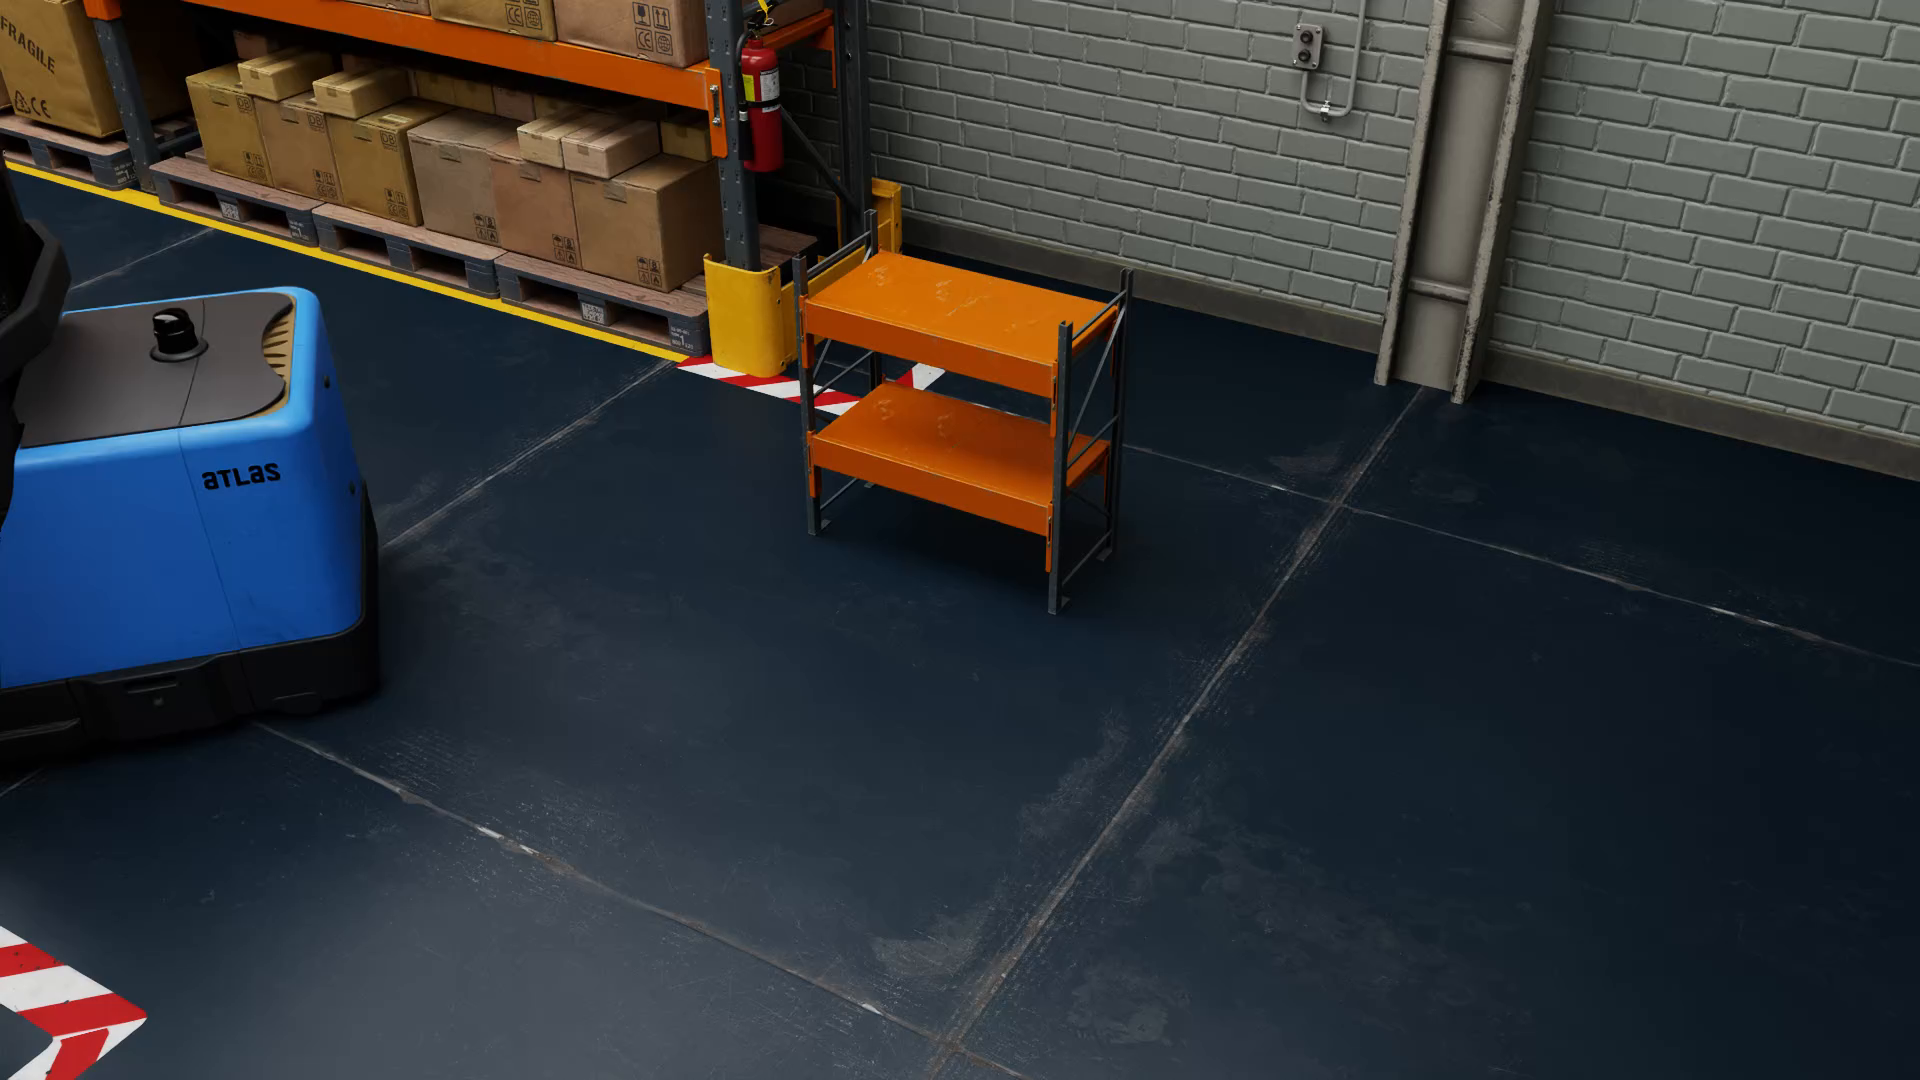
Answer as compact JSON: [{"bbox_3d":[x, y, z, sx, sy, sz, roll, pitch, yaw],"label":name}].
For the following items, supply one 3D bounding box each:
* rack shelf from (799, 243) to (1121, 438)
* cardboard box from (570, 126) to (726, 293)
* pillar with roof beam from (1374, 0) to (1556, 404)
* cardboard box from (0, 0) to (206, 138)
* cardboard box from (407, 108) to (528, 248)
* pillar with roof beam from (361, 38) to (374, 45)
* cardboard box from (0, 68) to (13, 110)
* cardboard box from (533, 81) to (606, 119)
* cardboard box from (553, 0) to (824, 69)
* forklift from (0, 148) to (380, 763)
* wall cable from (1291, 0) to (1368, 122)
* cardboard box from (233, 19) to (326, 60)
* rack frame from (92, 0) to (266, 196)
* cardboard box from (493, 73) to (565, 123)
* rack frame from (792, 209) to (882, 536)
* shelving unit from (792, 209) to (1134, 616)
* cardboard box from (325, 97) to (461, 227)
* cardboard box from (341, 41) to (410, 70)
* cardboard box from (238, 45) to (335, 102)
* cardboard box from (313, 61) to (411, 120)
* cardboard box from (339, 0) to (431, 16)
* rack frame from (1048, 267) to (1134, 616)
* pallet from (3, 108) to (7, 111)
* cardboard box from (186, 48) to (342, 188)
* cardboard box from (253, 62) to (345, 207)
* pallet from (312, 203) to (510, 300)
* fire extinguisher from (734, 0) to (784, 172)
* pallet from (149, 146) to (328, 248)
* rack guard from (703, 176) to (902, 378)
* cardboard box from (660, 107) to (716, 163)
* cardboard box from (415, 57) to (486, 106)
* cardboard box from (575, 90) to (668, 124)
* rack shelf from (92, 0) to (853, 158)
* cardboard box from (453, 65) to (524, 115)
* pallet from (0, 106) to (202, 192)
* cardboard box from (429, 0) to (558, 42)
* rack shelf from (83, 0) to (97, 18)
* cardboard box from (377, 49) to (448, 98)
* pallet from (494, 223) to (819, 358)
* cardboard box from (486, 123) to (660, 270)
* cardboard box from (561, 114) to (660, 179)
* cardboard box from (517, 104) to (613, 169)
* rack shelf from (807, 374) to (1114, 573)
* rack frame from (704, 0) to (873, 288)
[{"bbox_3d":[0.006,-0.710,5.773,1.000,0.278,0.538,18,37,24],"label":"rack shelf"},{"bbox_3d":[-1.371,-1.561,7.765,0.500,0.500,0.700,18,37,24],"label":"cardboard box"},{"bbox_3d":[-0.077,-2.382,1.708,0.400,9.000,9.100,18,37,24],"label":"pillar with roof beam"},{"bbox_3d":[-4.816,-2.779,9.278,0.750,0.750,0.750,18,38,25],"label":"cardboard box"},{"bbox_3d":[-2.243,-1.837,8.179,0.500,0.500,0.700,16,37,23],"label":"cardboard box"},{"bbox_3d":[-5.286,-4.032,4.186,0.400,9.000,9.100,18,37,24],"label":"pillar with roof beam"},{"bbox_3d":[-5.589,-3.022,9.643,0.750,0.750,0.750,19,38,26],"label":"cardboard box"},{"bbox_3d":[-1.821,-2.101,7.990,0.250,0.149,0.380,18,38,25],"label":"cardboard box"},{"bbox_3d":[-1.162,-2.543,7.092,0.700,0.700,0.980,19,38,26],"label":"cardboard box"},{"bbox_3d":[-3.480,-0.710,4.672,3.031,2.935,1.130,-9,35,-14],"label":"forklift"},{"bbox_3d":[0.867,-2.809,6.845,1.851,1.984,0.084,18,37,24],"label":"wall cable"},{"bbox_3d":[-3.616,-2.668,8.841,0.250,0.149,0.380,17,37,24],"label":"cardboard box"},{"bbox_3d":[-4.187,-3.383,8.624,0.127,3.000,1.000,18,37,24],"label":"rack frame"},{"bbox_3d":[-2.042,-2.171,8.095,0.250,0.149,0.380,18,38,25],"label":"cardboard box"},{"bbox_3d":[-0.435,-0.606,6.145,0.032,1.125,0.500,18,37,24],"label":"rack frame"},{"bbox_3d":[0.006,-0.466,5.935,1.048,1.125,0.538,18,37,24],"label":"shelving unit"},{"bbox_3d":[-2.710,-1.980,8.394,0.500,0.500,0.700,18,38,25],"label":"cardboard box"},{"bbox_3d":[-2.928,-2.451,8.516,0.250,0.149,0.380,16,37,23],"label":"cardboard box"},{"bbox_3d":[-3.382,-2.350,8.364,0.250,0.149,0.380,19,38,26],"label":"cardboard box"},{"bbox_3d":[-2.929,-2.207,8.149,0.250,0.149,0.380,16,37,23],"label":"cardboard box"},{"bbox_3d":[-2.456,-2.952,7.706,0.700,0.700,0.980,16,37,22],"label":"cardboard box"},{"bbox_3d":[0.447,-0.327,5.725,0.032,1.125,0.500,18,37,24],"label":"rack frame"},{"bbox_3d":[-5.958,-2.733,10.164,1.213,0.211,1.003,18,37,24],"label":"pallet"},{"bbox_3d":[-3.589,-2.262,8.817,0.500,0.500,0.700,18,38,25],"label":"cardboard box"},{"bbox_3d":[-3.154,-2.122,8.607,0.500,0.500,0.700,17,37,24],"label":"cardboard box"},{"bbox_3d":[-2.502,-1.640,8.523,1.213,0.211,1.003,18,37,24],"label":"pallet"},{"bbox_3d":[-0.812,-1.832,6.701,0.183,0.674,0.296,18,37,24],"label":"fire extinguisher"},{"bbox_3d":[-3.566,-1.975,9.026,1.213,0.211,1.003,18,37,24],"label":"pallet"},{"bbox_3d":[-0.693,-1.236,7.655,0.348,0.500,1.175,18,37,24],"label":"rack guard"},{"bbox_3d":[-1.164,-1.893,7.678,0.250,0.149,0.380,18,38,25],"label":"cardboard box"},{"bbox_3d":[-2.485,-2.311,8.305,0.250,0.149,0.380,17,37,24],"label":"cardboard box"},{"bbox_3d":[-1.604,-2.032,7.887,0.250,0.149,0.380,18,38,25],"label":"cardboard box"},{"bbox_3d":[-2.451,-2.533,7.997,4.000,0.370,1.077,18,37,24],"label":"rack shelf"},{"bbox_3d":[-2.265,-2.241,8.200,0.250,0.149,0.380,18,38,25],"label":"cardboard box"},{"bbox_3d":[-4.894,-2.398,9.661,1.213,0.211,1.003,18,37,24],"label":"pallet"},{"bbox_3d":[-1.799,-2.738,7.384,0.700,0.700,0.980,17,37,24],"label":"cardboard box"},{"bbox_3d":[-5.923,-3.633,9.649,4.000,0.370,1.077,18,37,24],"label":"rack shelf"},{"bbox_3d":[-2.709,-2.382,8.411,0.250,0.149,0.380,18,38,25],"label":"cardboard box"},{"bbox_3d":[-1.447,-1.304,8.018,1.213,0.211,1.003,18,37,24],"label":"pallet"},{"bbox_3d":[-1.806,-1.699,7.972,0.500,0.500,0.700,17,37,24],"label":"cardboard box"},{"bbox_3d":[-1.573,-1.779,7.507,0.250,0.149,0.380,17,37,24],"label":"cardboard box"},{"bbox_3d":[-1.796,-1.849,7.612,0.250,0.149,0.380,19,38,26],"label":"cardboard box"},{"bbox_3d":[0.006,-0.263,6.071,1.000,0.278,0.538,18,37,24],"label":"rack shelf"},{"bbox_3d":[-0.714,-2.283,6.972,0.127,3.000,1.000,18,37,24],"label":"rack frame"}]
